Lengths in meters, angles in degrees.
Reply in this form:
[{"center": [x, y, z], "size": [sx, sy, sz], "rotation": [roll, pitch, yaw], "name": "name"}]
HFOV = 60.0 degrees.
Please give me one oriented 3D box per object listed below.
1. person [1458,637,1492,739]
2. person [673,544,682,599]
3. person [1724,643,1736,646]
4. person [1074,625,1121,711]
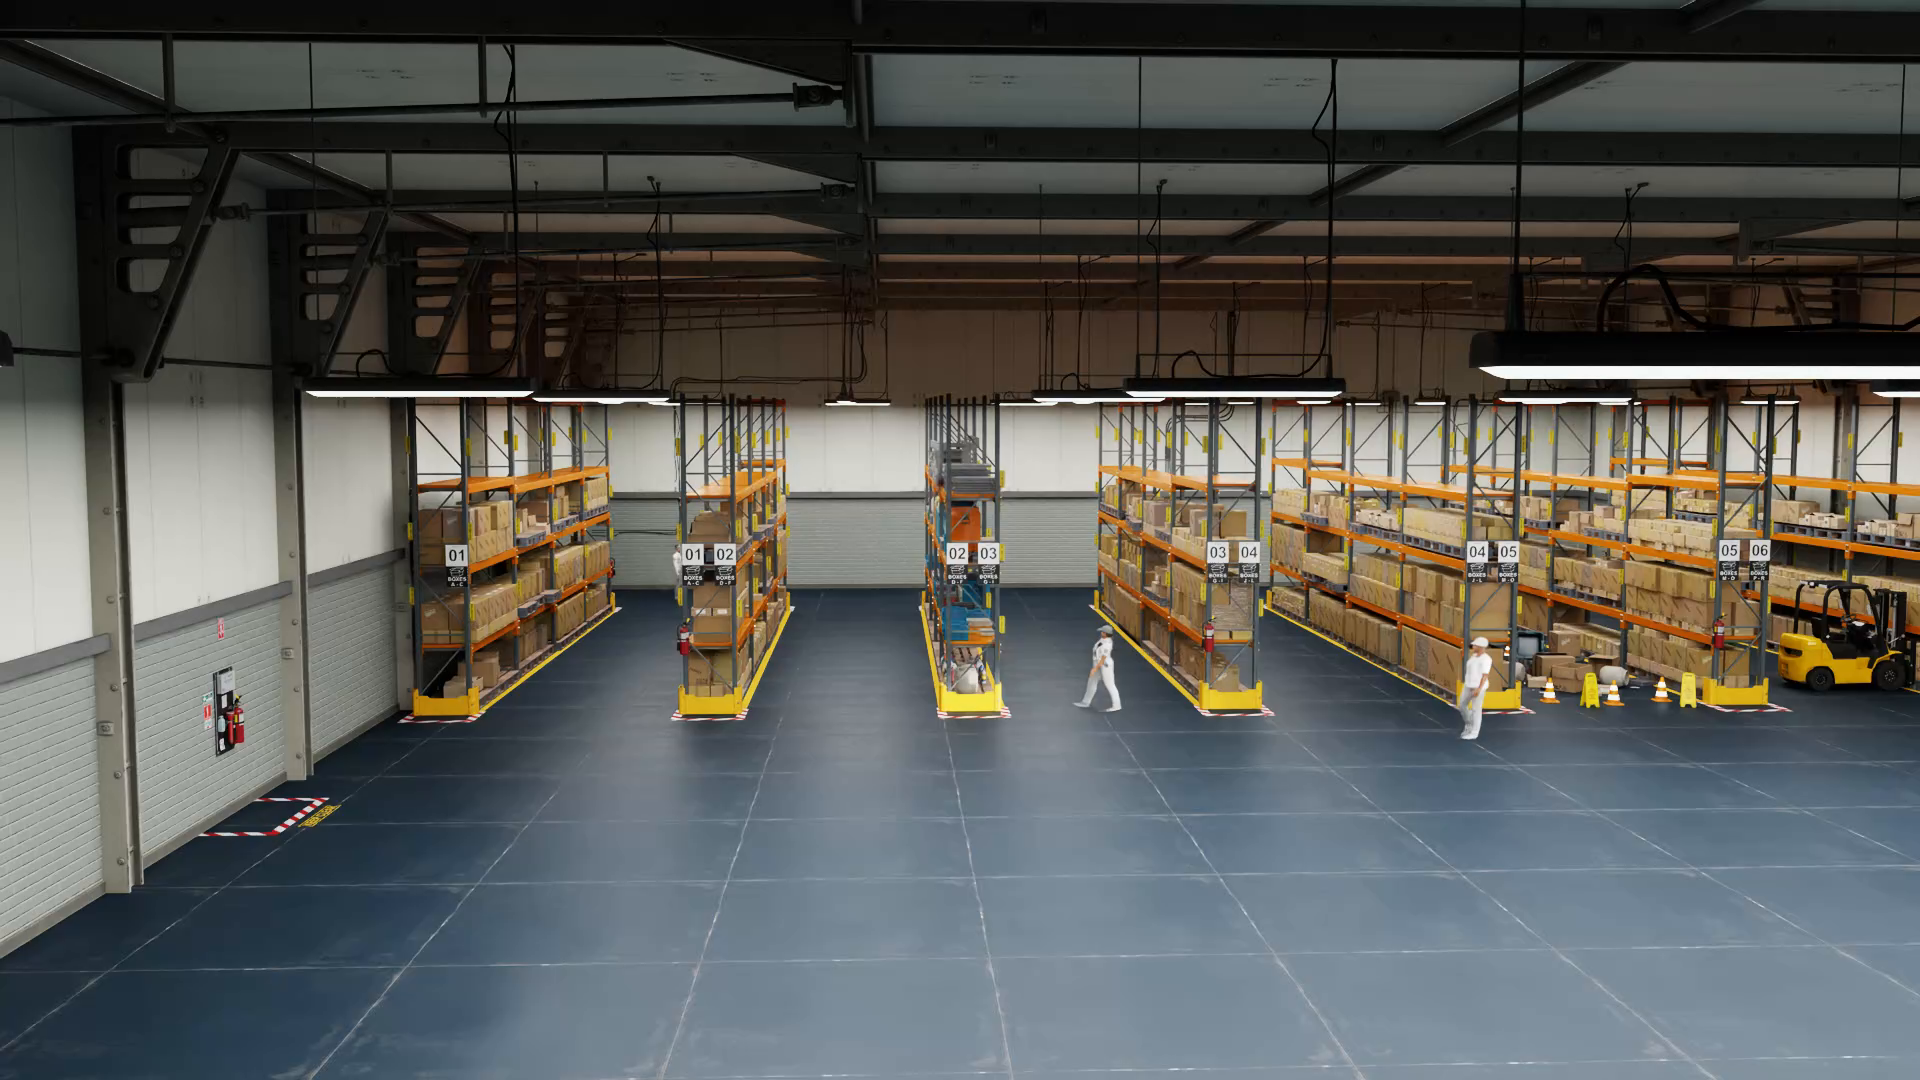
[{"center": [8.934, 2.580, 28.877], "size": [0.545, 1.787, 0.590], "rotation": [-2, 5, -28], "name": "person"}, {"center": [-8.358, 0.933, 49.774], "size": [0.431, 1.665, 0.550], "rotation": [0, 5, 6], "name": "person"}, {"center": [16.754, 1.954, 36.441], "size": [0.600, 1.790, 0.590], "rotation": [3, 5, 34], "name": "person"}, {"center": [2.620, 2.416, 31.582], "size": [0.758, 1.629, 0.659], "rotation": [-2, 5, -19], "name": "person"}]
